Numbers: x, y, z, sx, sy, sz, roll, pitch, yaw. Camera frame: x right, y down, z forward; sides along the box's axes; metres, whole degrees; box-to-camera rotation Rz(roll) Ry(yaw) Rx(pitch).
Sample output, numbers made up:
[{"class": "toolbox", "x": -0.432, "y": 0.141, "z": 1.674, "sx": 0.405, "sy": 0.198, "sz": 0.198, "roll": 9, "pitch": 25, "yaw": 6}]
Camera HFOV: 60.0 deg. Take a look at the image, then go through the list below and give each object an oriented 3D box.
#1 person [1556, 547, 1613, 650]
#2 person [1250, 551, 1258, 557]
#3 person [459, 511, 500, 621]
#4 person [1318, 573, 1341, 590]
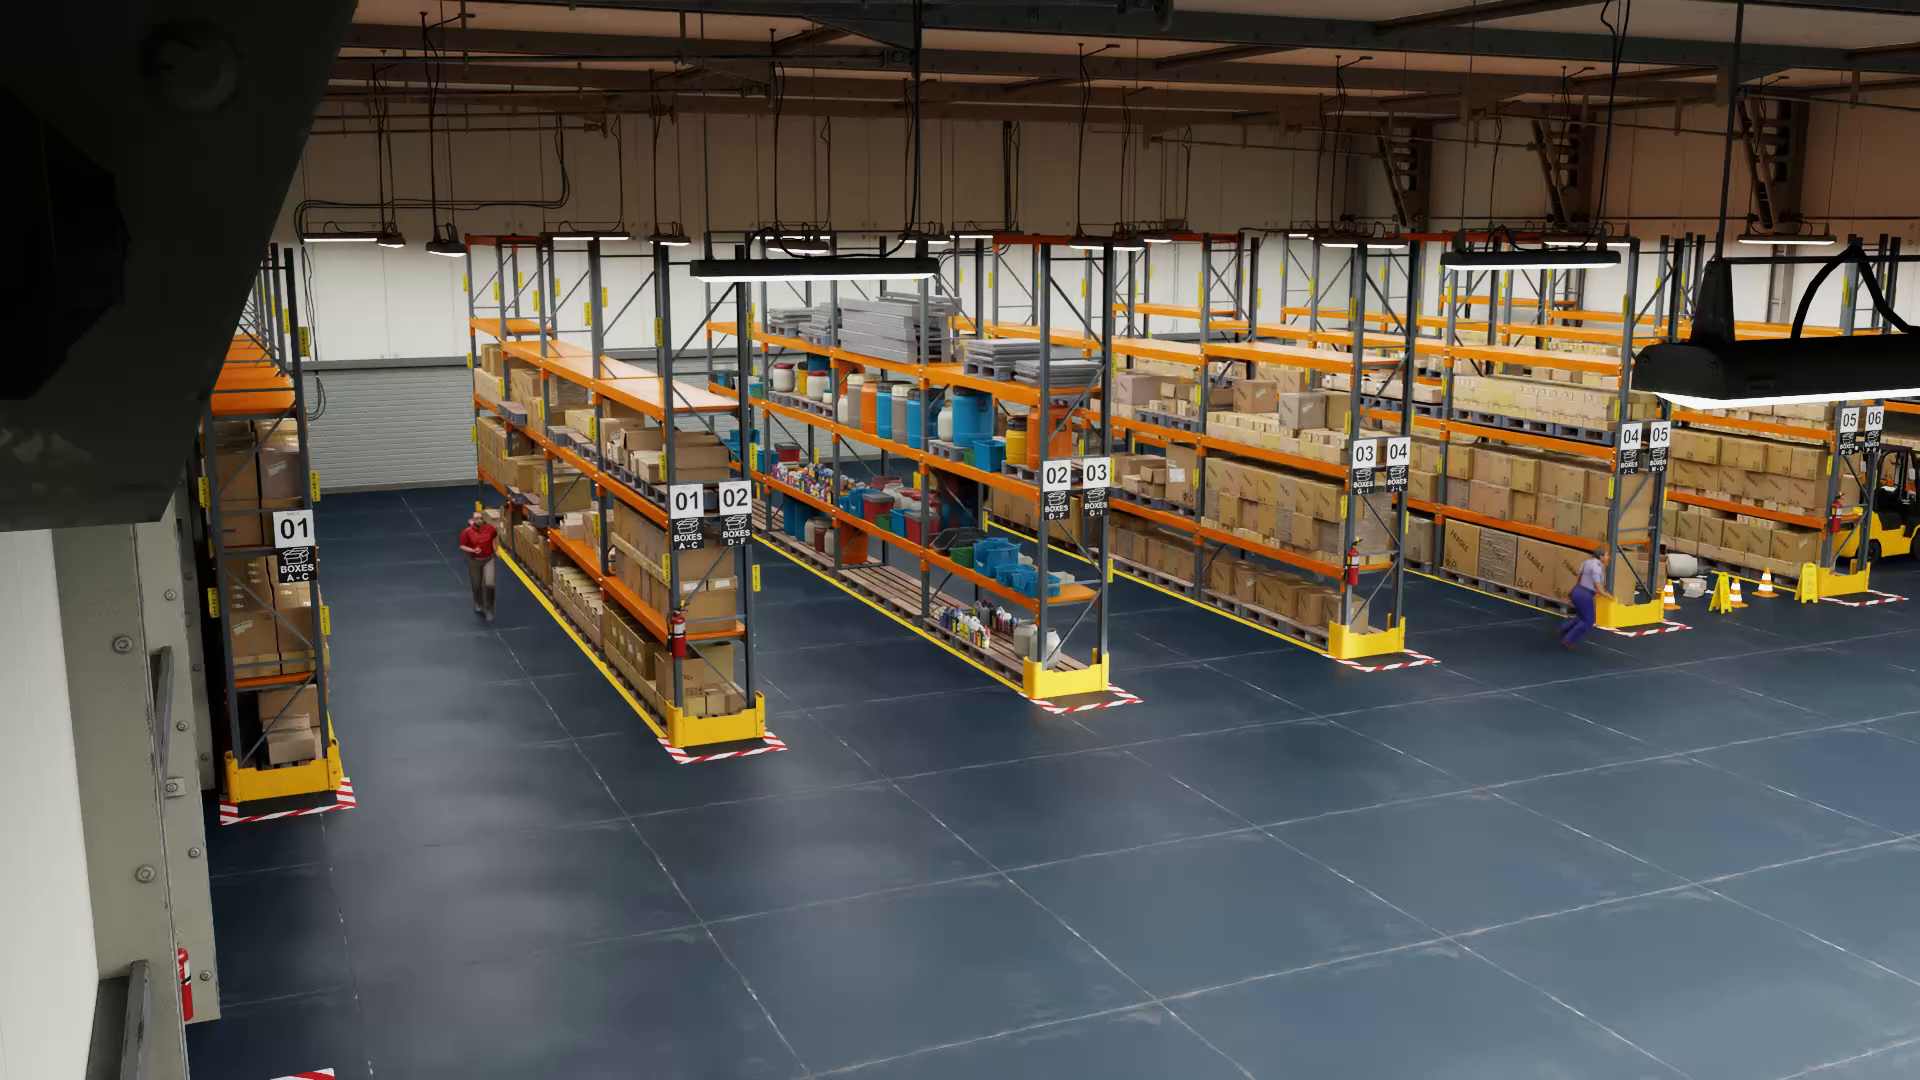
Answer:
[{"class": "person", "x": 9.284, "y": 0.929, "z": 24.680, "sx": 0.738, "sy": 1.512, "sz": 0.573, "roll": 2, "pitch": 11, "yaw": 9}, {"class": "person", "x": 5.628, "y": -0.532, "z": 31.635, "sx": 0.497, "sy": 1.683, "sz": 0.801, "roll": -7, "pitch": 13, "yaw": -33}, {"class": "person", "x": -7.649, "y": 0.414, "z": 26.540, "sx": 0.613, "sy": 1.788, "sz": 0.853, "roll": -3, "pitch": 11, "yaw": -17}, {"class": "person", "x": 6.514, "y": 0.154, "z": 28.483, "sx": 0.616, "sy": 1.492, "sz": 0.995, "roll": -5, "pitch": 12, "yaw": -23}]
